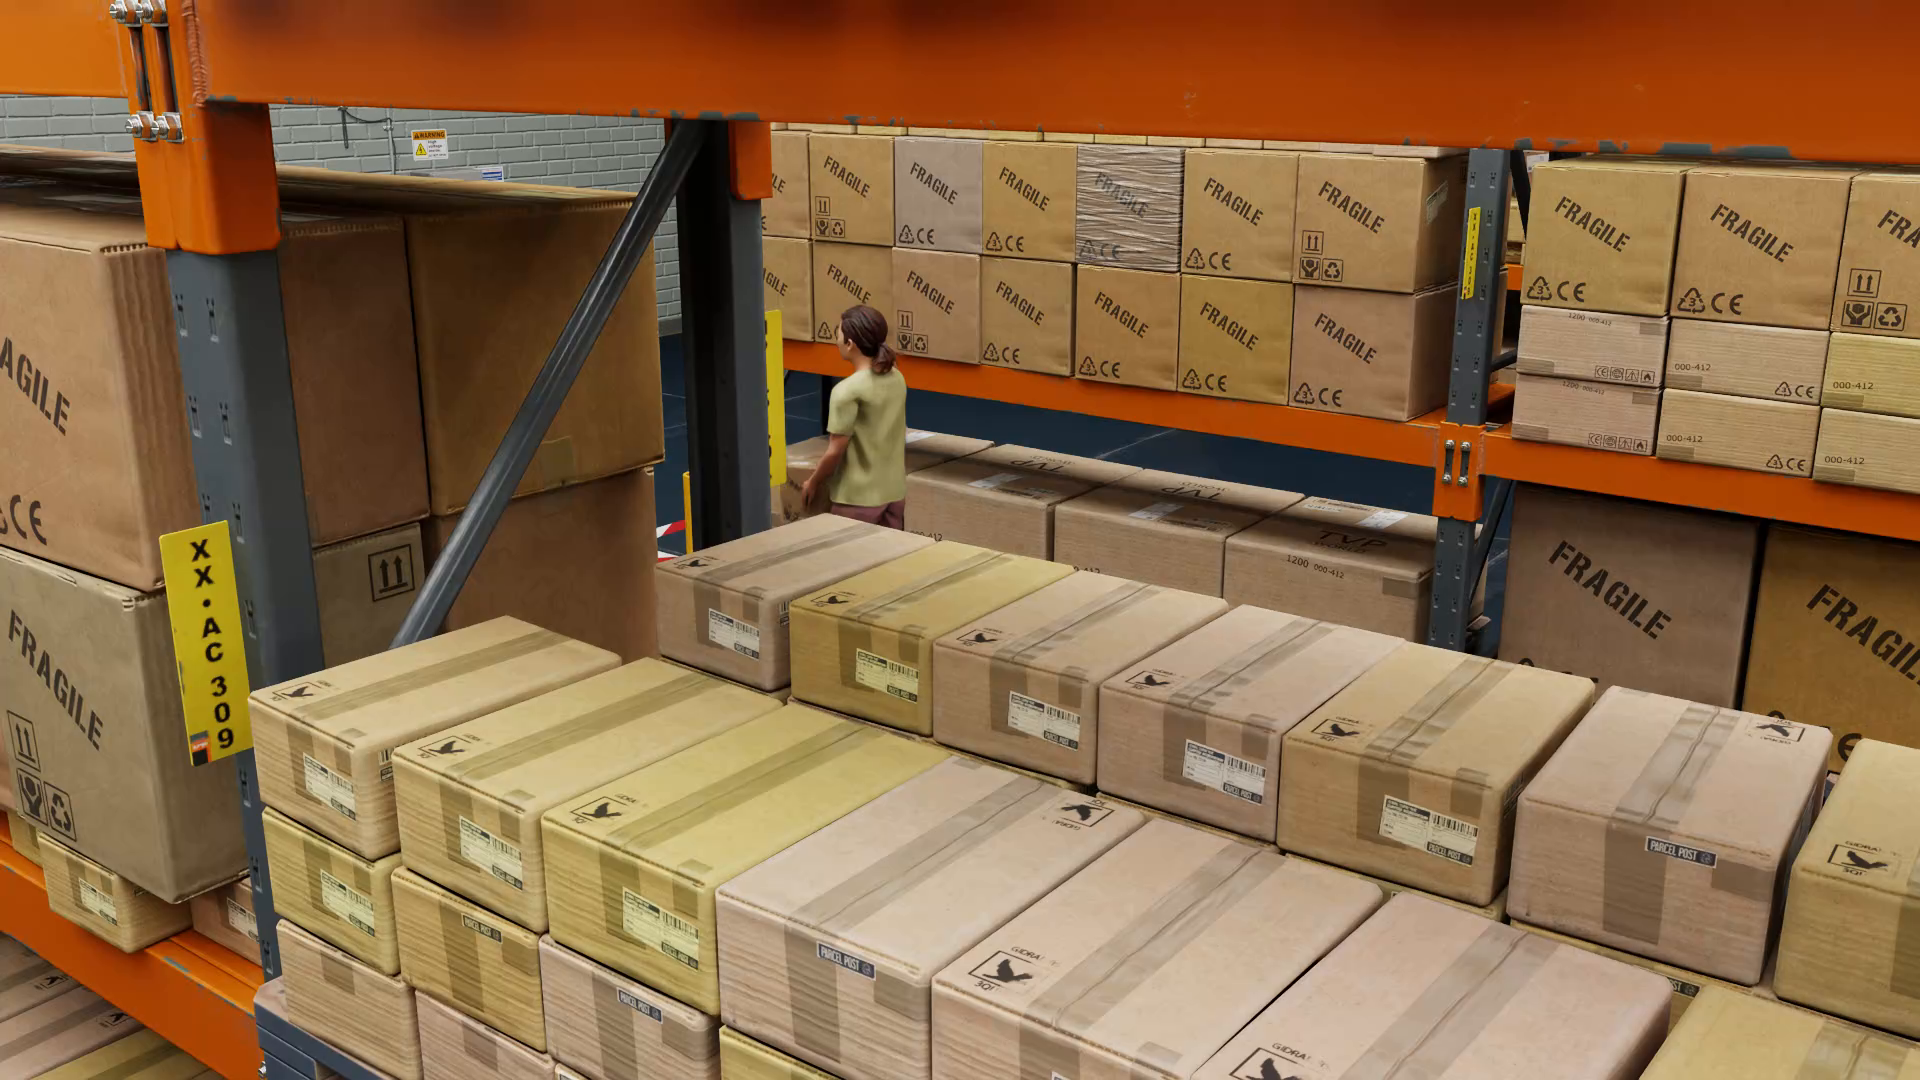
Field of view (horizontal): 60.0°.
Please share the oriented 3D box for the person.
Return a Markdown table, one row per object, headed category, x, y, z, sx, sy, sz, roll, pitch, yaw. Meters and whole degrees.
| category | x | y | z | sx | sy | sz | roll | pitch | yaw |
| --- | --- | --- | --- | --- | --- | --- | --- | --- | --- |
| person | -0.432 | -0.169 | 7.103 | 0.435 | 1.675 | 0.468 | 12 | 21 | 36 |
